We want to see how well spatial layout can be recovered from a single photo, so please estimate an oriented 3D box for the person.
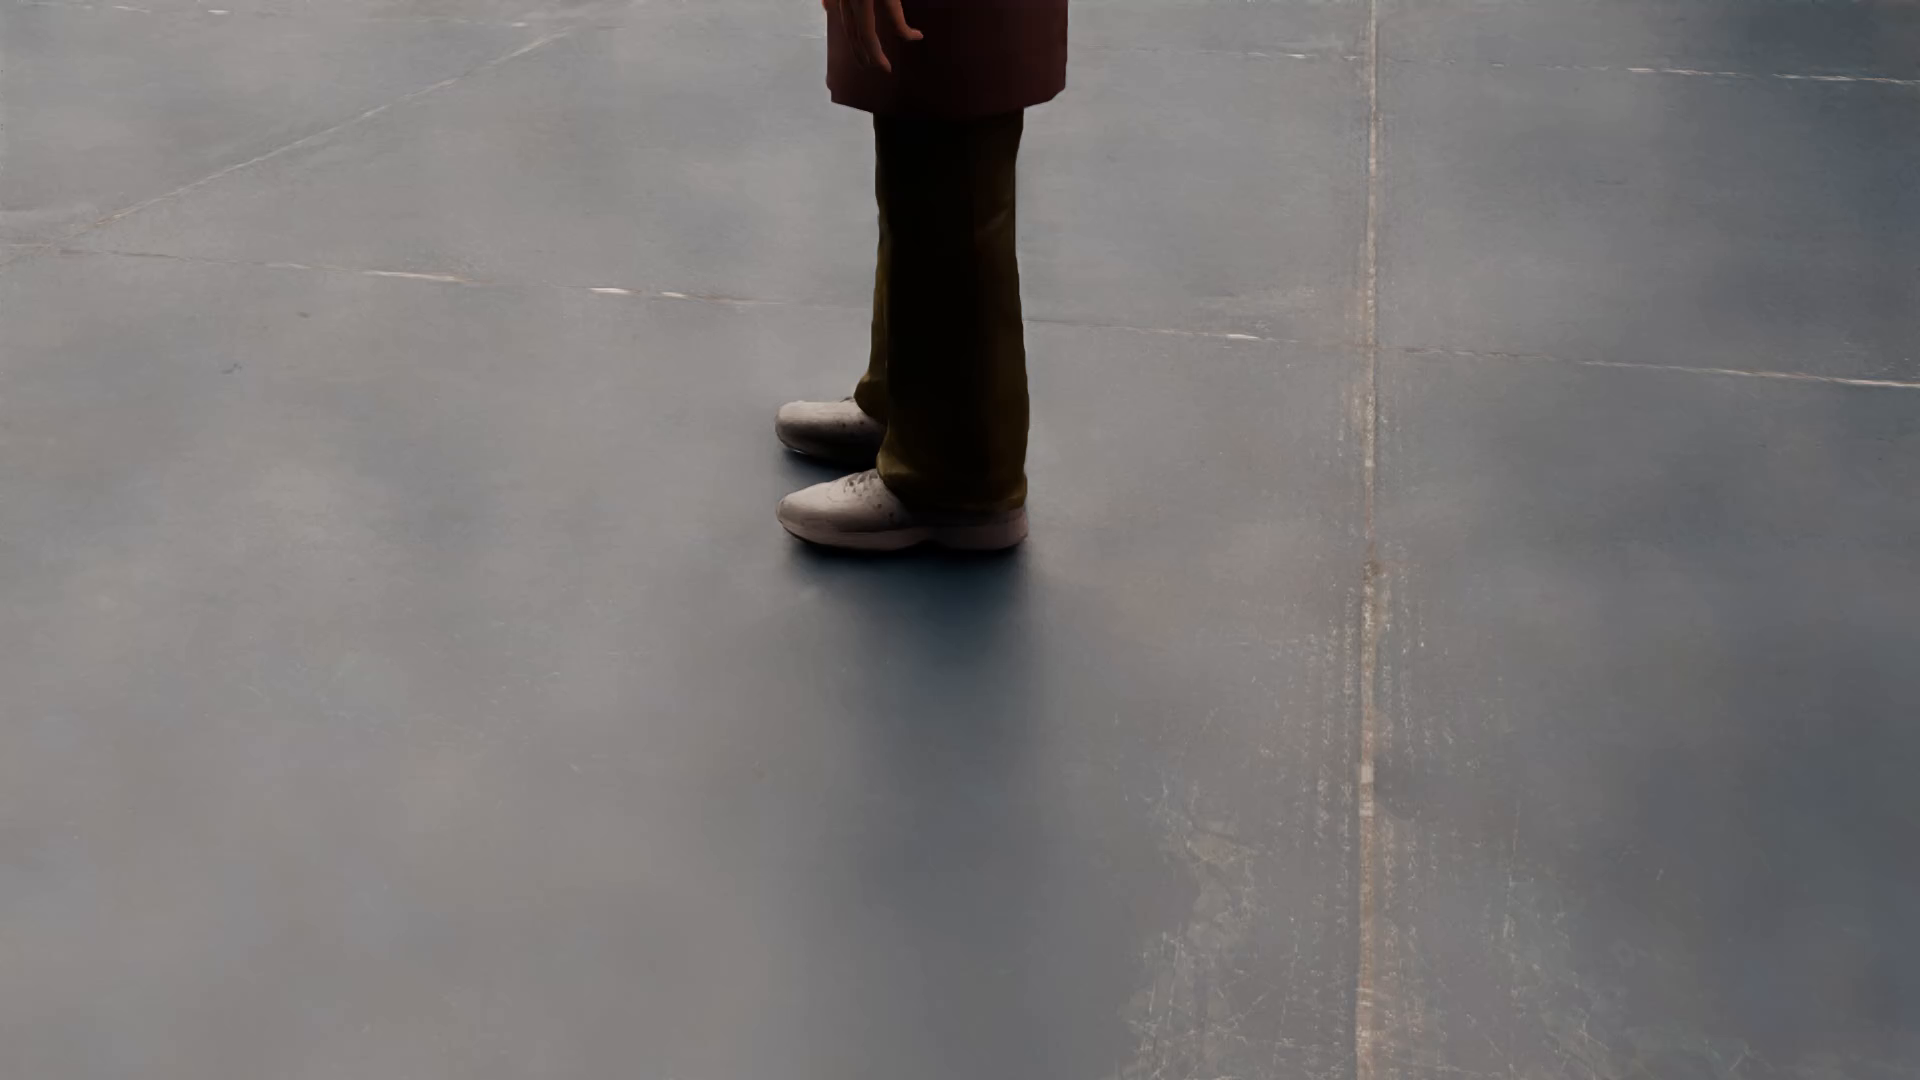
[{"bbox_3d":[-0.088,-0.811,2.118,0.580,1.776,0.694,6,27,11],"label":"person"}]
